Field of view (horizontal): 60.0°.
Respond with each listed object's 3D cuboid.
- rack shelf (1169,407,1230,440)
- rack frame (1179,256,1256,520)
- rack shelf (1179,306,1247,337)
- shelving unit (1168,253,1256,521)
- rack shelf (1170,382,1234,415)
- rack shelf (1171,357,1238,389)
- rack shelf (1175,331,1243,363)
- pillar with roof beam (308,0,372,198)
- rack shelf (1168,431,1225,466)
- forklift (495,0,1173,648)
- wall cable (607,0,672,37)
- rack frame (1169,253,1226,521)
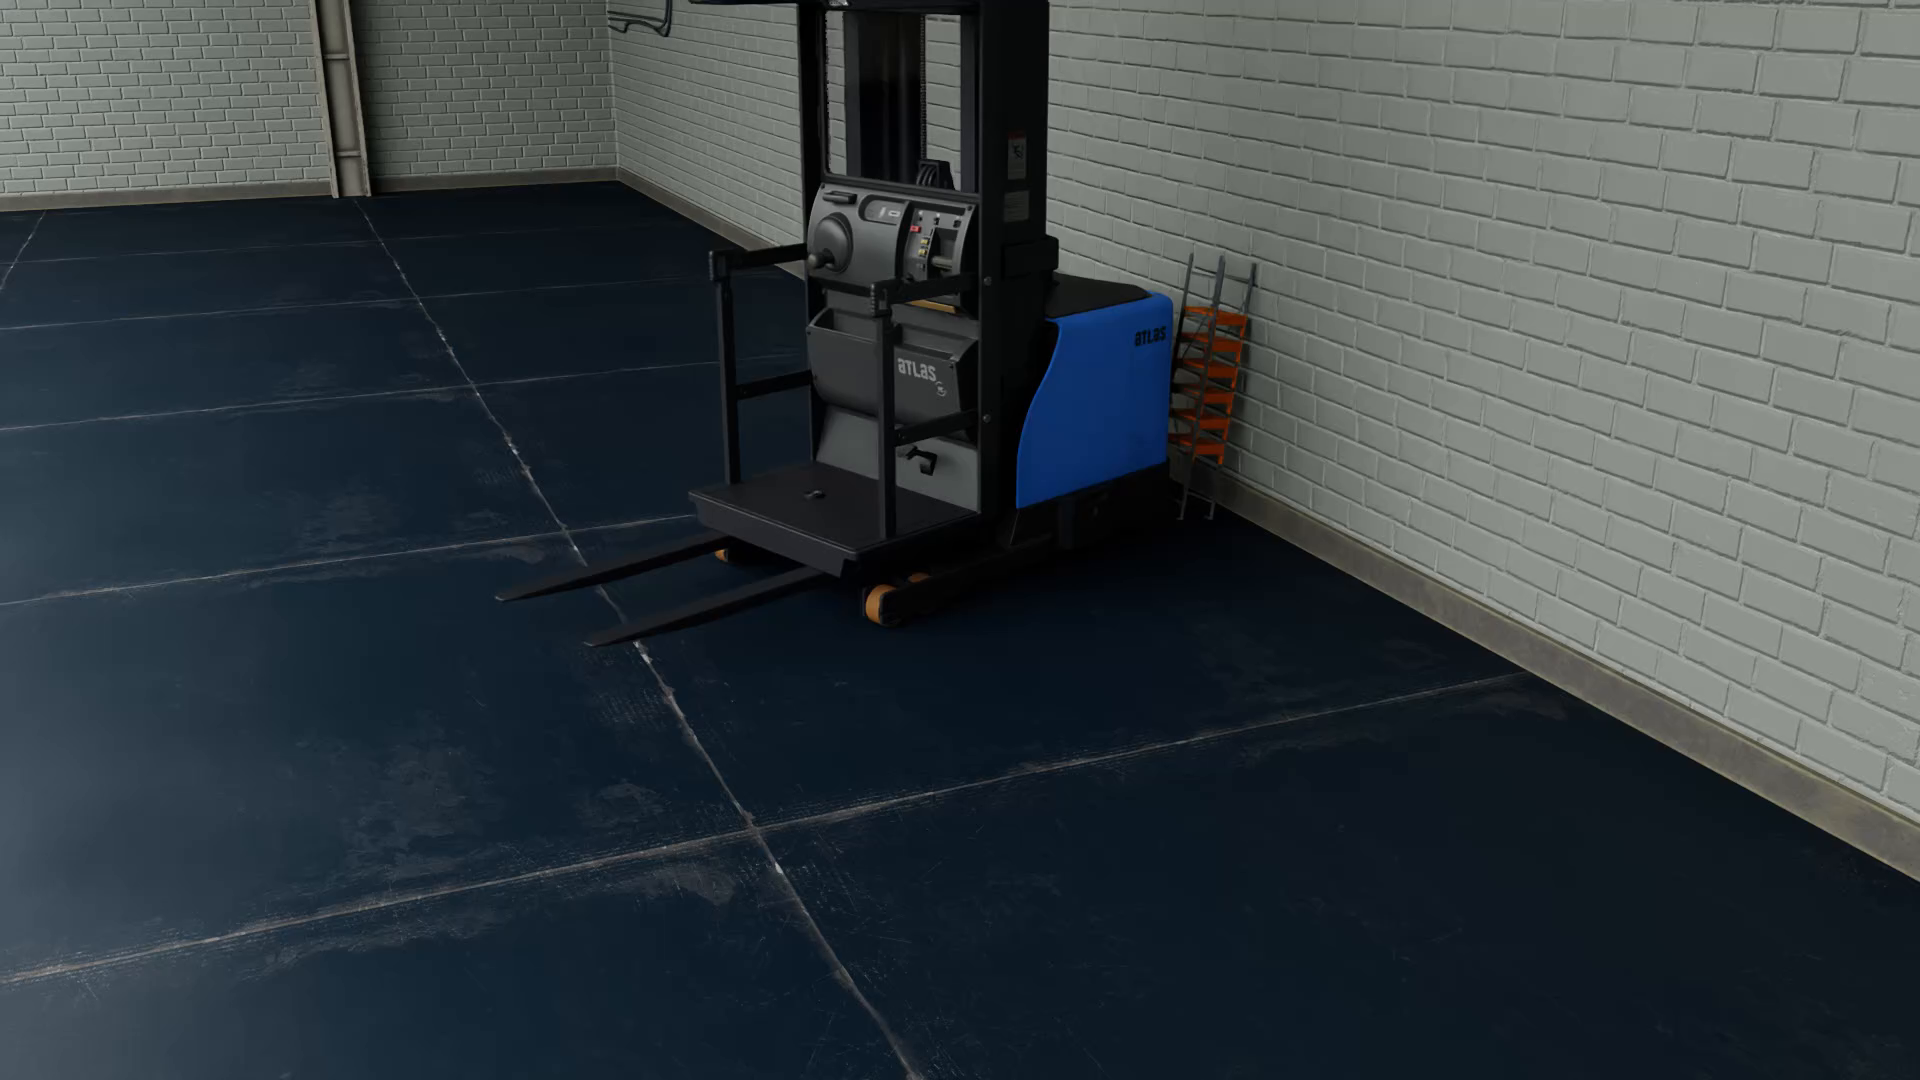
[{"bbox_3d":[1.095,-0.543,7.723,0.180,0.103,0.258,-3,18,-33],"label":"rack shelf"},{"bbox_3d":[1.192,-0.704,7.732,0.006,1.200,0.240,-3,18,-33],"label":"rack frame"},{"bbox_3d":[1.155,-1.003,7.601,0.180,0.103,0.258,-3,18,-33],"label":"rack shelf"},{"bbox_3d":[1.116,-0.700,7.681,0.189,1.200,0.258,-3,18,-33],"label":"shelving unit"},{"bbox_3d":[1.110,-0.658,7.692,0.180,0.103,0.258,-3,18,-33],"label":"rack shelf"},{"bbox_3d":[1.125,-0.773,7.662,0.180,0.103,0.258,-3,18,-33],"label":"rack shelf"},{"bbox_3d":[1.140,-0.888,7.632,0.180,0.103,0.258,-3,18,-33],"label":"rack shelf"},{"bbox_3d":[-4.987,-6.726,13.075,0.400,9.000,9.100,-8,21,-22],"label":"pillar with roof beam"},{"bbox_3d":[1.080,-0.427,7.753,0.180,0.103,0.258,-3,18,-33],"label":"rack shelf"},{"bbox_3d":[-0.438,-1.233,6.610,3.031,2.935,1.130,-18,26,-41],"label":"forklift"},{"bbox_3d":[-3.464,-6.559,17.275,0.112,2.526,3.097,-8,21,-22],"label":"wall cable"},{"bbox_3d":[1.039,-0.697,7.631,0.006,1.200,0.240,-3,18,-33],"label":"rack frame"}]
